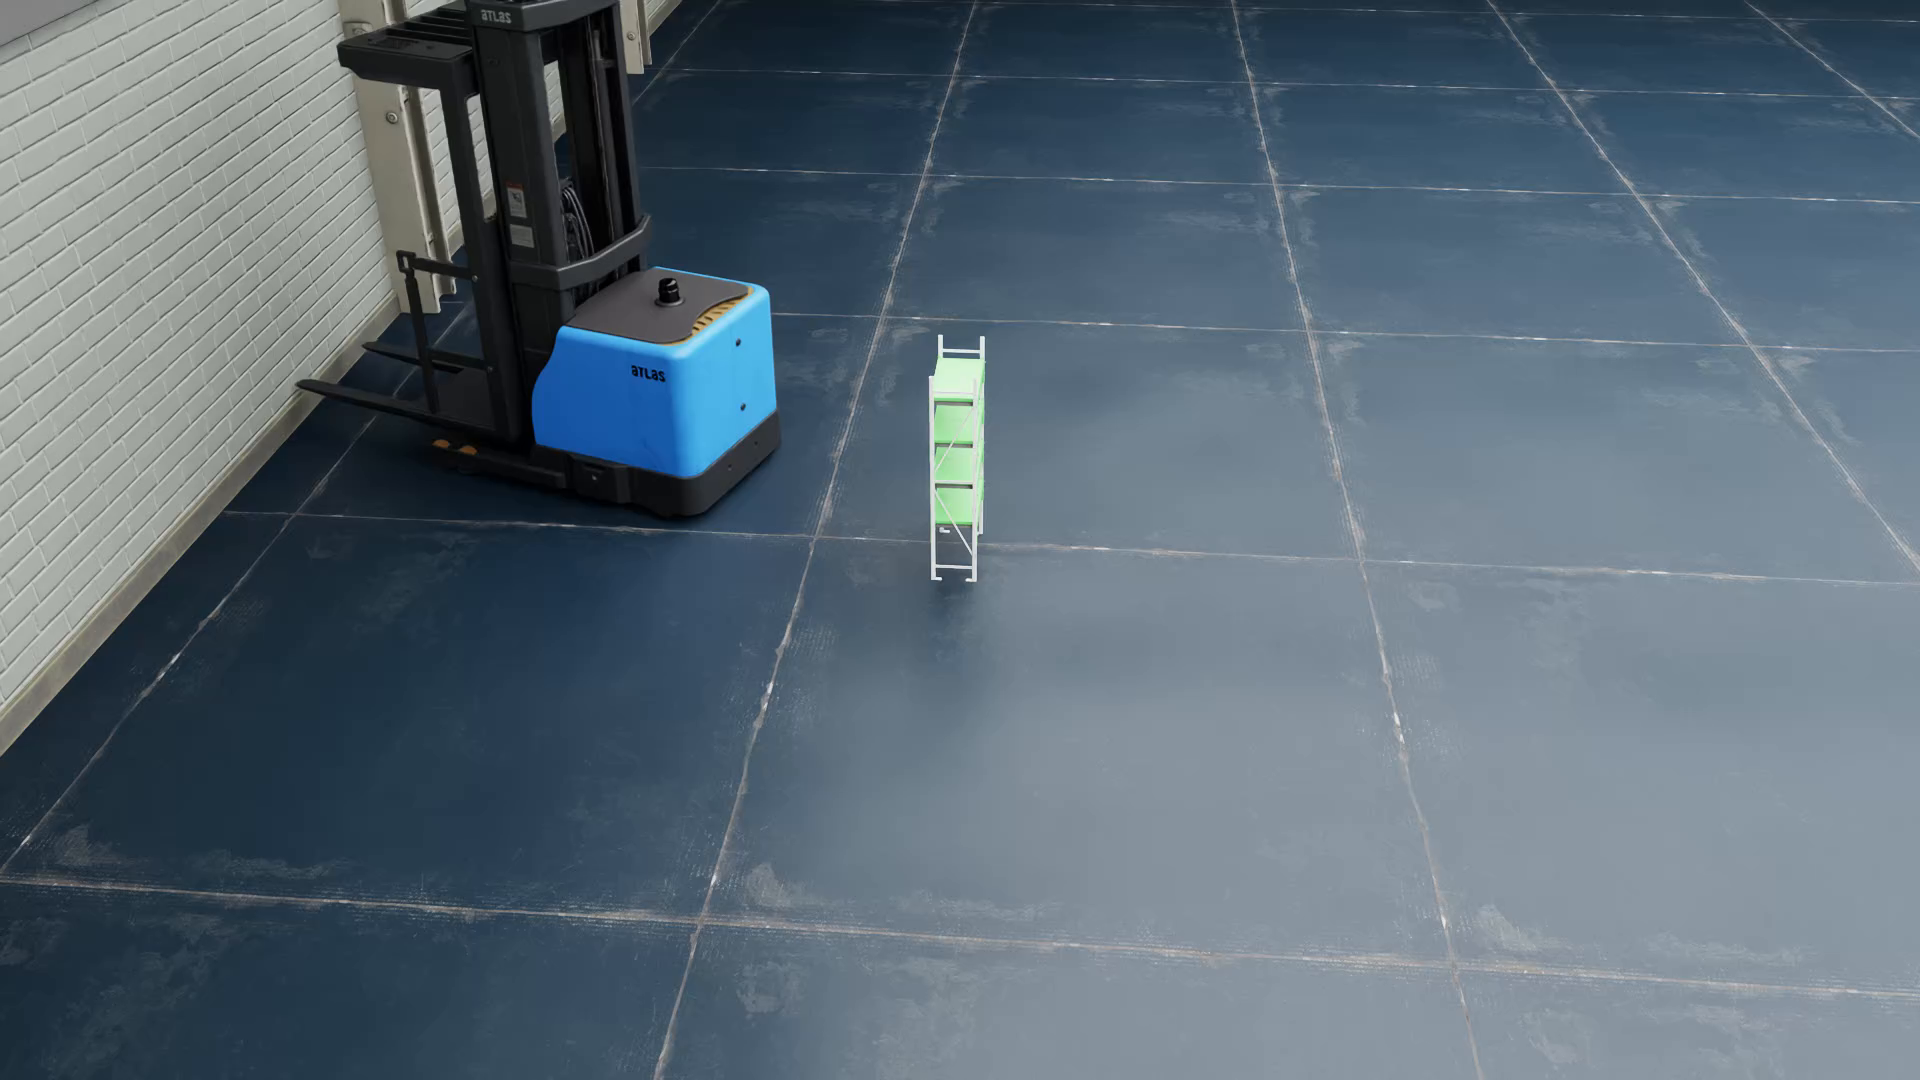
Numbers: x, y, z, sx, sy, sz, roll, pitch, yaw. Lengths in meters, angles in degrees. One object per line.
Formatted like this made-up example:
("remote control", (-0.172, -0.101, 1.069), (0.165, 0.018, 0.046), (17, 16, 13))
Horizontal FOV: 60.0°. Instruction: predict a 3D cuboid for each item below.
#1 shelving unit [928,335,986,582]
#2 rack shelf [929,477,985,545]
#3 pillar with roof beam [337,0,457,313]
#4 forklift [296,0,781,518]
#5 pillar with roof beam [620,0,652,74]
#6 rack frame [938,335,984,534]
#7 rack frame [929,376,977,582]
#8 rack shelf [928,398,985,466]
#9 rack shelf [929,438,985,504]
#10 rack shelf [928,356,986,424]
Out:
("shelving unit", (-0.013, -0.424, 8.795), (0.258, 1.200, 0.503), (2, 32, 4))
("rack shelf", (-0.013, -0.166, 8.954), (0.258, 0.148, 0.480), (2, 32, 4))
("pillar with roof beam", (0.426, -5.376, 9.396), (9.100, 9.000, 0.400), (2, 32, 4))
("forklift", (-2.646, -1.877, 9.502), (3.031, 2.935, 1.130), (13, 34, 20))
("pillar with roof beam", (0.915, -8.513, 14.487), (9.100, 9.000, 0.400), (2, 32, 4))
("rack frame", (0.006, -0.552, 9.002), (0.240, 1.200, 0.015), (2, 32, 4))
("rack frame", (-0.033, -0.297, 8.588), (0.240, 1.200, 0.015), (2, 32, 4))
("rack shelf", (-0.013, -0.574, 8.702), (0.258, 0.148, 0.480), (2, 32, 4))
("rack shelf", (-0.013, -0.370, 8.828), (0.258, 0.148, 0.480), (2, 32, 4))
("rack shelf", (-0.013, -0.778, 8.576), (0.258, 0.148, 0.480), (2, 32, 4))
